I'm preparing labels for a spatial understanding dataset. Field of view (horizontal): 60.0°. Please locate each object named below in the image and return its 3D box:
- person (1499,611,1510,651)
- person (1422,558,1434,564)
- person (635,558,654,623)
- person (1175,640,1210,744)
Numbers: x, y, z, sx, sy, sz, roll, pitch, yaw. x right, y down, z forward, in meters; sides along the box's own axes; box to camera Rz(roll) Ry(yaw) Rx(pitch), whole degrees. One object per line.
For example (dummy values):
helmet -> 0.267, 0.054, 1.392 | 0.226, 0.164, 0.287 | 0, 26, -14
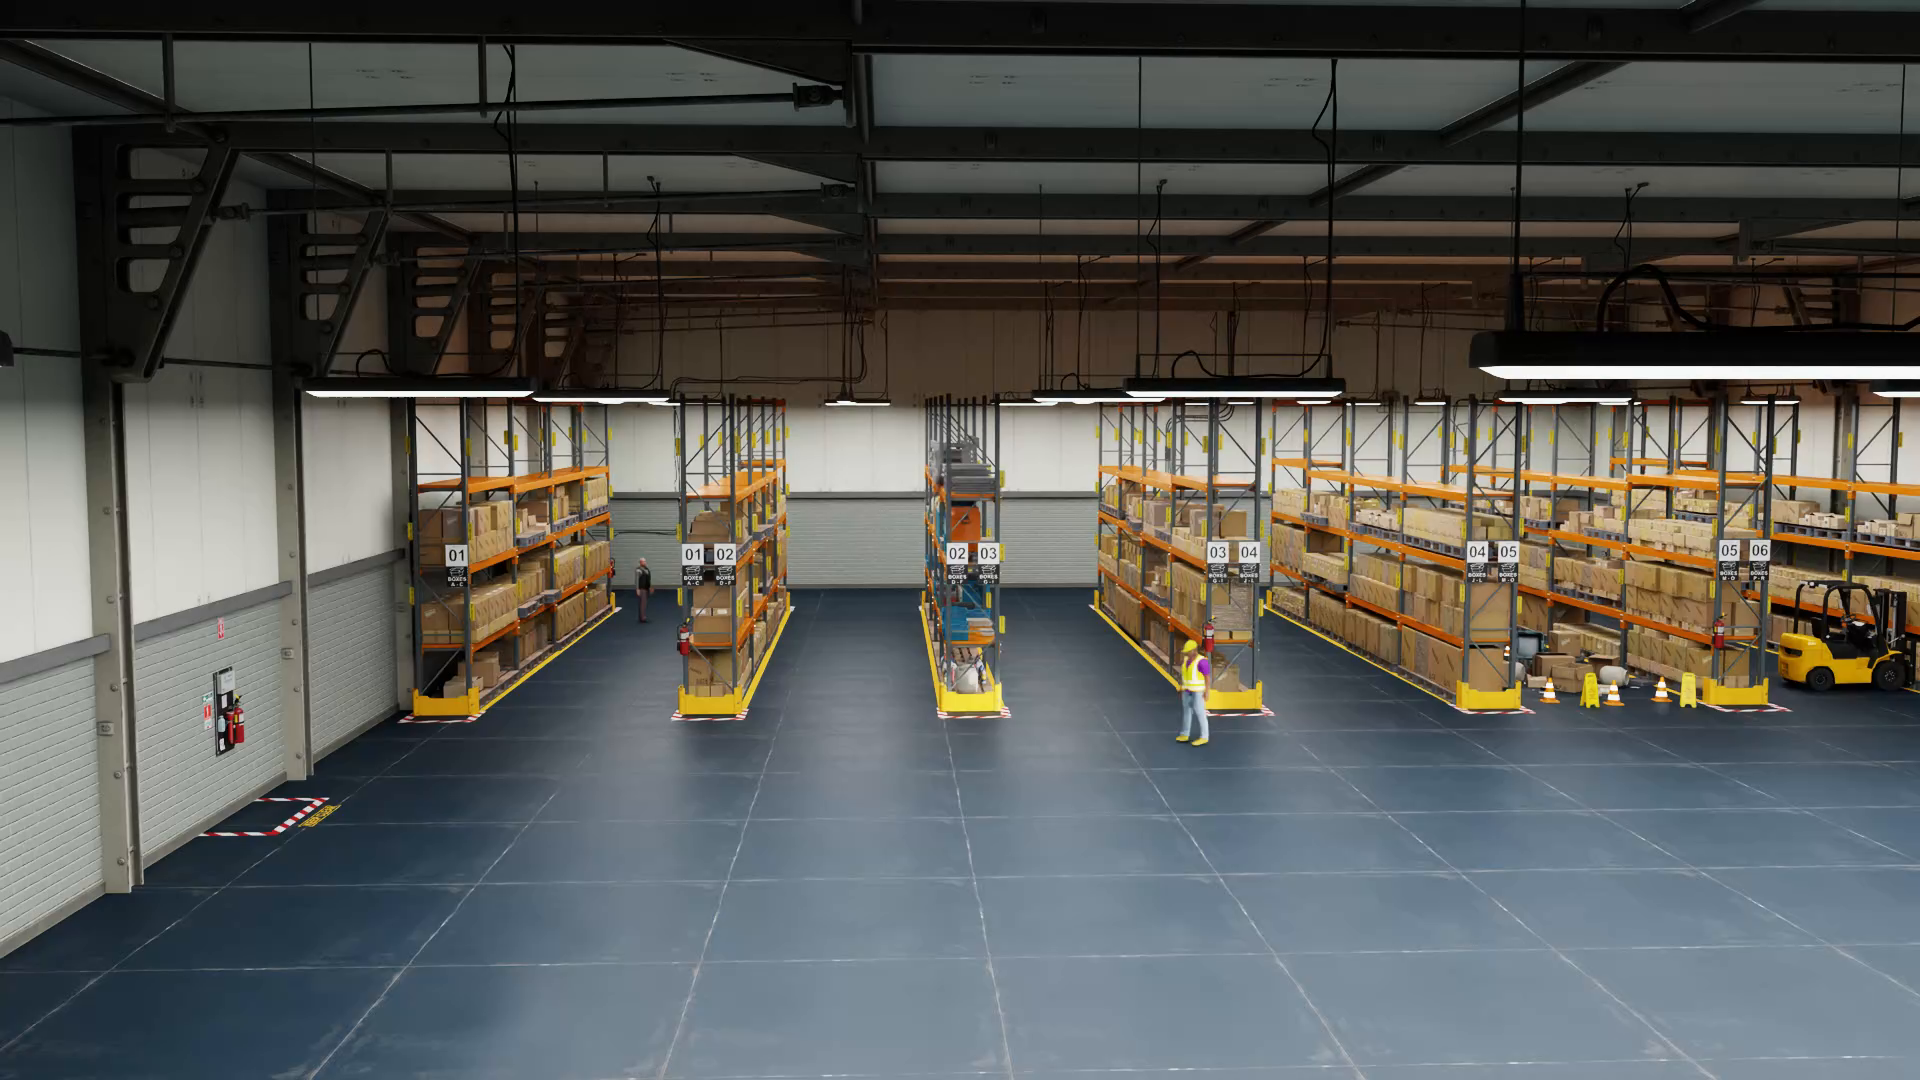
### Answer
person -> 12.852, 1.760, 39.365 | 0.455, 1.729, 0.571 | 1, 5, 16
person -> 14.178, 0.929, 50.253 | 0.908, 1.622, 0.476 | -1, 5, -18
person -> -8.447, 1.344, 44.676 | 0.477, 1.729, 0.568 | 1, 5, 11
person -> 3.948, 2.585, 28.495 | 0.435, 1.763, 0.646 | -3, 6, -38
